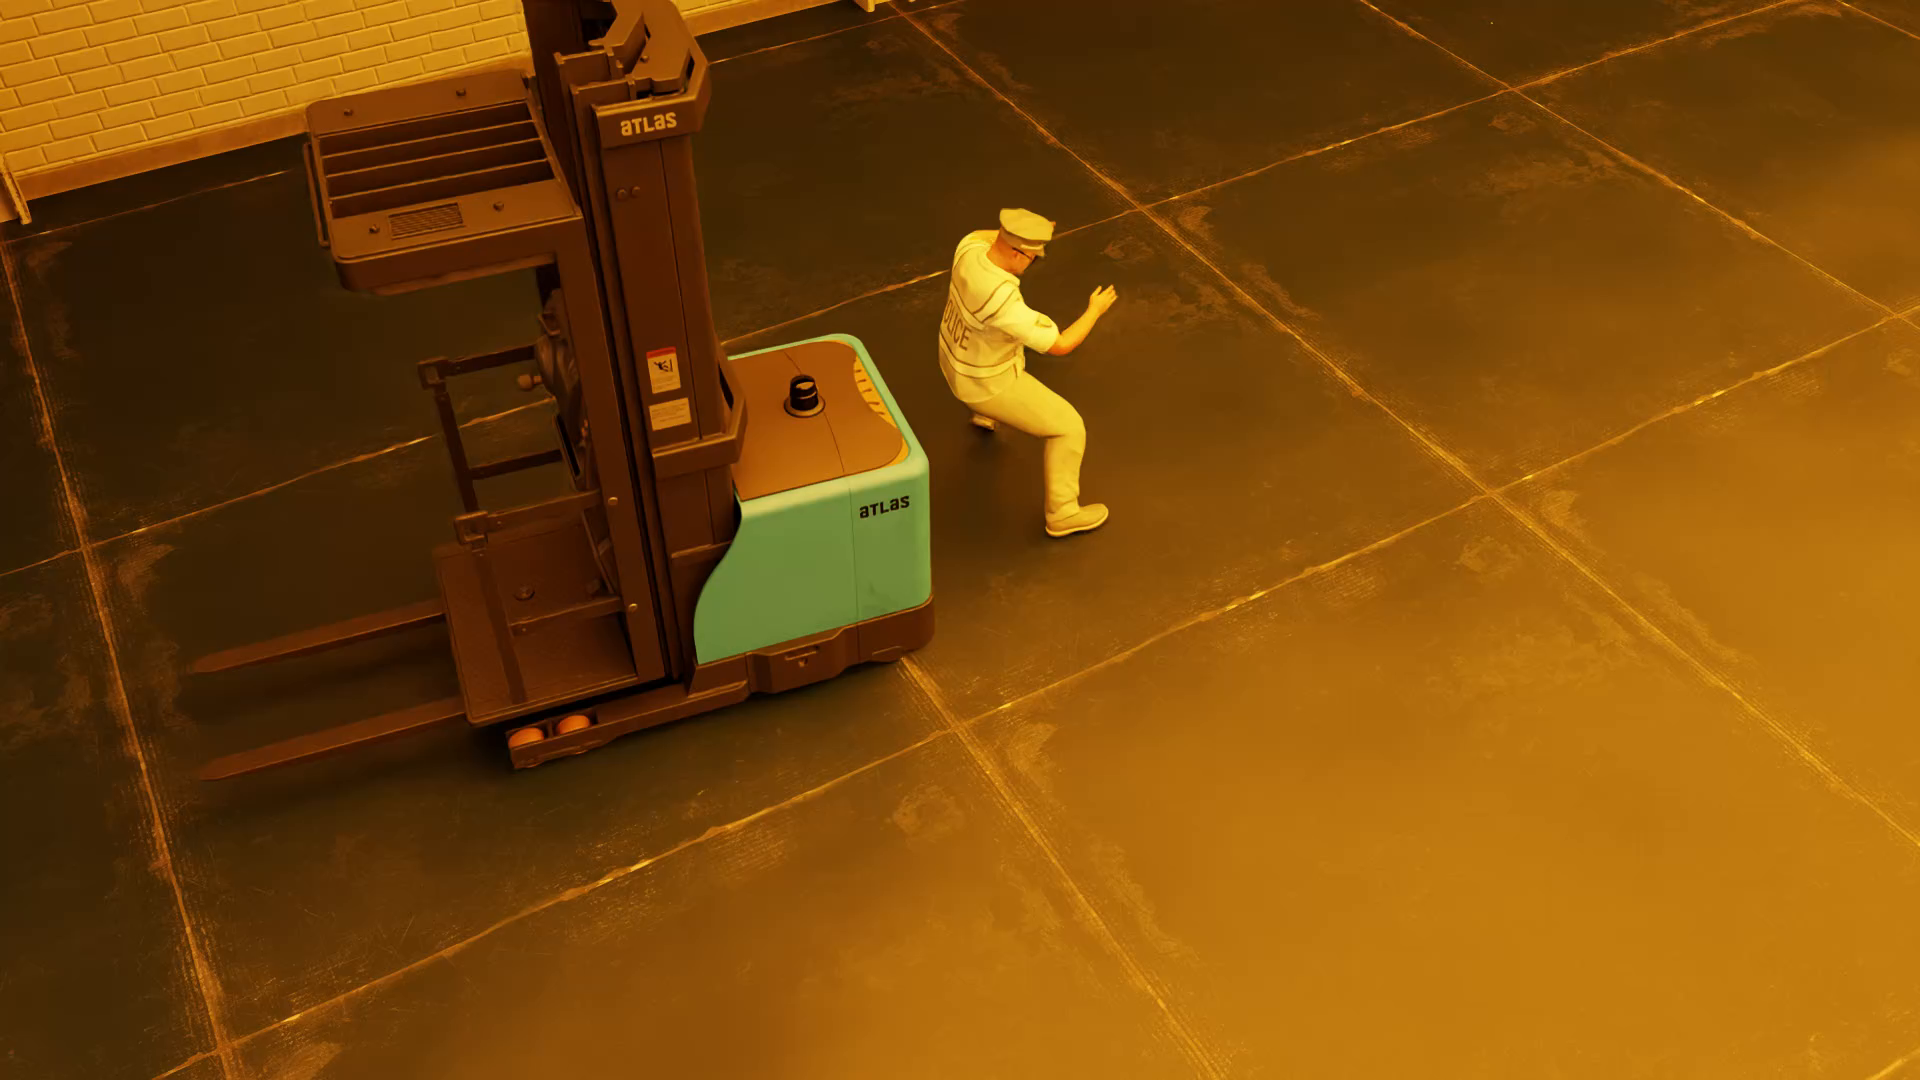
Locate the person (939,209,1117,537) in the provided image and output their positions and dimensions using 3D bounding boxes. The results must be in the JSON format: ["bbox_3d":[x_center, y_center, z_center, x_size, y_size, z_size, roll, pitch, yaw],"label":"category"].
[{"bbox_3d":[0.310,-0.873,7.706,0.785,1.523,1.013,-13,44,-14],"label":"person"}]

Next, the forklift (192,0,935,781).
[{"bbox_3d":[-1.682,-0.548,6.289,3.031,2.935,1.130,-14,45,-15],"label":"forklift"}]
